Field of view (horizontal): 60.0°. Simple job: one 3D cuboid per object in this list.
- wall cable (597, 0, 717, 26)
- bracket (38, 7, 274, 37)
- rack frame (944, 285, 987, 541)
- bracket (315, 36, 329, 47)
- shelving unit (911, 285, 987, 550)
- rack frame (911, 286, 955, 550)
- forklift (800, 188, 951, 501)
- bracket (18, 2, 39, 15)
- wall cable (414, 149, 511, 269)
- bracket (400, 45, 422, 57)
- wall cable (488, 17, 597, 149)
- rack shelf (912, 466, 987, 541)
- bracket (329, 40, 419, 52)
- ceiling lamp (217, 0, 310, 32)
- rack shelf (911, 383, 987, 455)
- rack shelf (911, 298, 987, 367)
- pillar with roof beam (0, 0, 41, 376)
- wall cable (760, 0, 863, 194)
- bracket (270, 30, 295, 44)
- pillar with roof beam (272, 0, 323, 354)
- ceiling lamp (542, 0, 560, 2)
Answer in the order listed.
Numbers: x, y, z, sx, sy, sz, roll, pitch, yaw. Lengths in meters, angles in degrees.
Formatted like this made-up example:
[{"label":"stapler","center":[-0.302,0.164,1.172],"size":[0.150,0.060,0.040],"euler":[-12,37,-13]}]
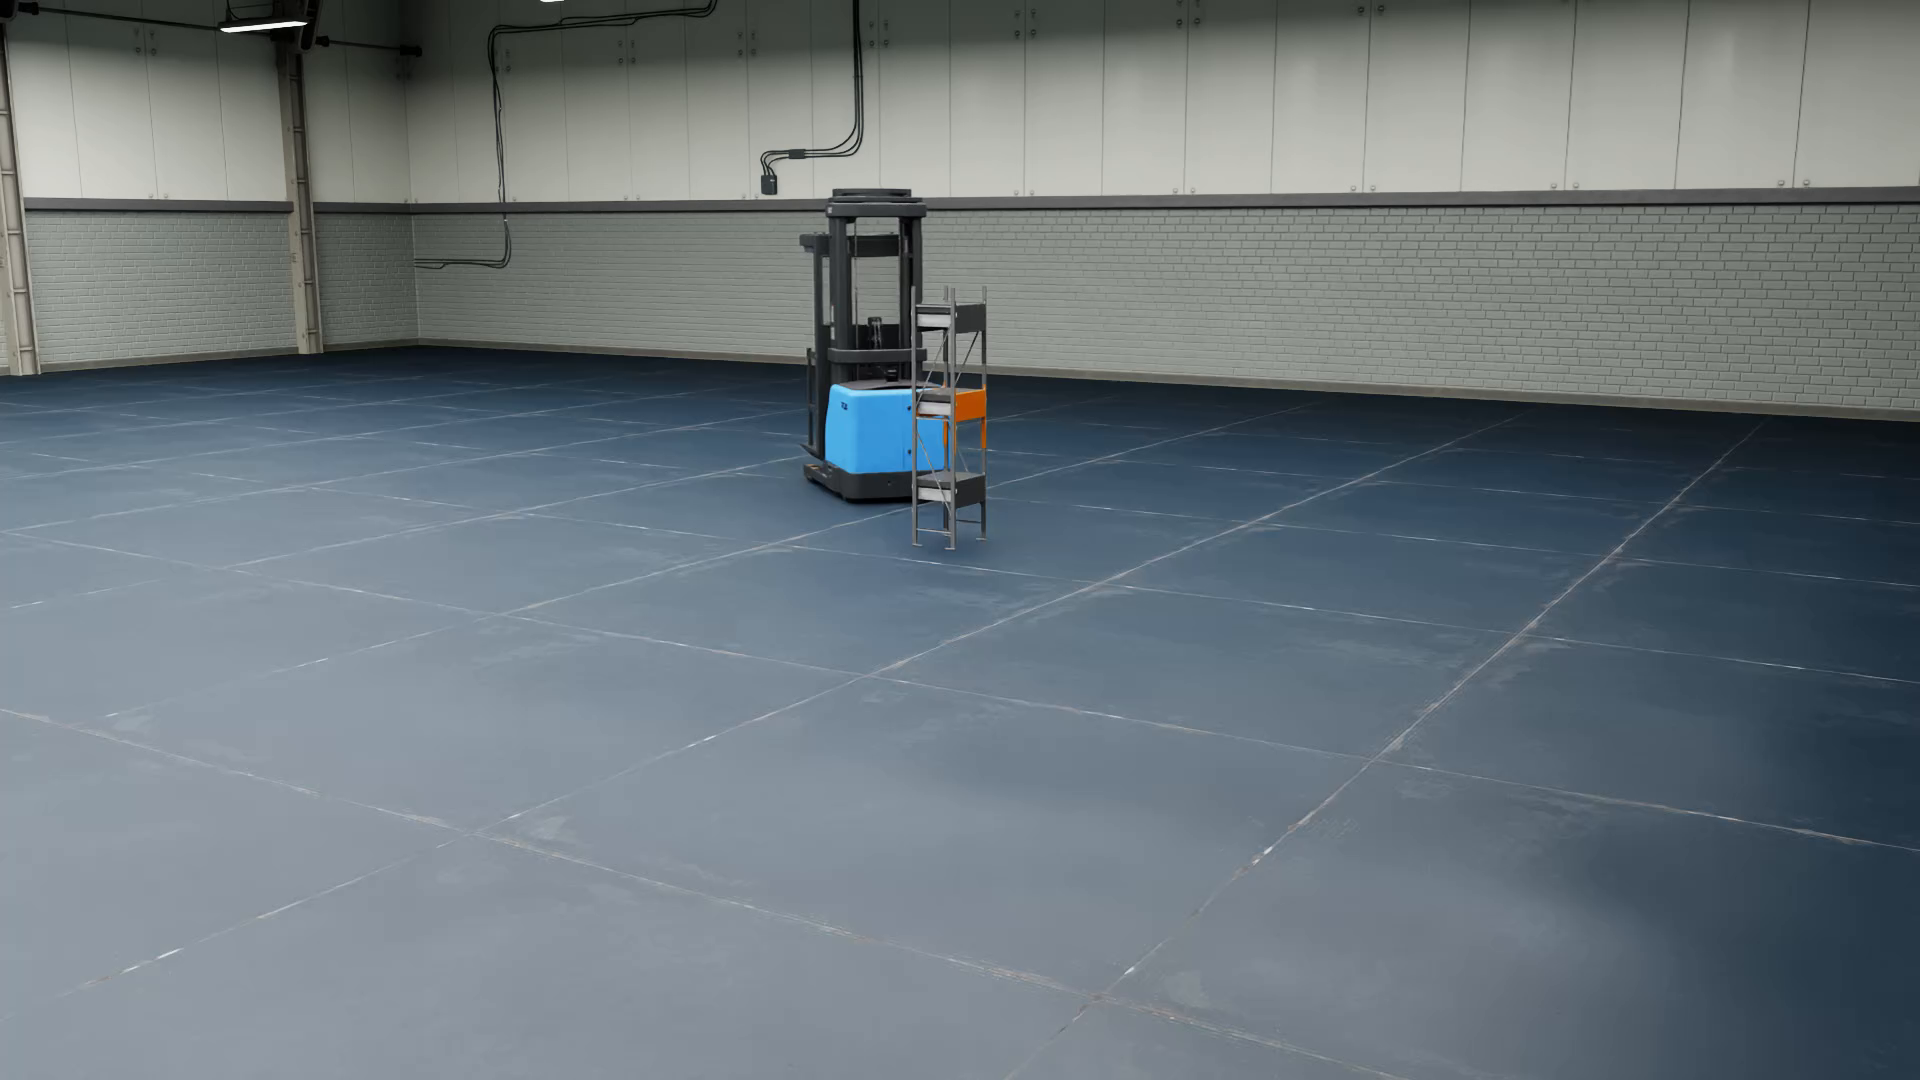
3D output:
[{"label":"wall cable","center":[-5.919,-11.292,32.084],"size":[3.097,2.526,0.112],"euler":[6,12,31]},{"label":"bracket","center":[-14.786,-9.582,30.816],"size":[0.076,0.066,4.783],"euler":[6,12,31]},{"label":"rack frame","center":[0.041,-1.044,13.741],"size":[0.400,2.100,0.015],"euler":[6,12,31]},{"label":"bracket","center":[-13.017,-10.118,33.677],"size":[0.235,0.232,0.430],"euler":[6,12,31]},{"label":"shelving unit","center":[-0.086,-1.006,13.536],"size":[0.431,2.100,0.503],"euler":[6,12,31]},{"label":"rack frame","center":[-0.213,-0.968,13.331],"size":[0.400,2.100,0.015],"euler":[6,12,31]},{"label":"forklift","center":[-0.982,-2.042,16.813],"size":[1.130,2.935,3.031],"euler":[-3,11,-17]},{"label":"bracket","center":[-16.132,-9.174,28.637],"size":[0.235,0.232,0.430],"euler":[6,12,31]},{"label":"wall cable","center":[-10.876,-7.128,35.927],"size":[3.097,2.526,0.112],"euler":[6,12,31]},{"label":"bracket","center":[-11.787,-10.491,35.668],"size":[0.235,0.232,0.430],"euler":[6,12,31]},{"label":"wall cable","center":[-8.564,-9.352,34.082],"size":[3.097,2.526,0.112],"euler":[6,12,31]},{"label":"rack shelf","center":[-0.086,-0.305,13.668],"size":[0.431,0.518,0.480],"euler":[6,12,31]},{"label":"bracket","center":[-12.093,-10.398,35.172],"size":[0.076,0.066,3.189],"euler":[6,12,31]},{"label":"ceiling lamp","center":[-11.483,-10.125,27.634],"size":[2.000,3.185,0.800],"euler":[6,12,31]},{"label":"rack shelf","center":[-0.086,-0.993,13.539],"size":[0.431,0.518,0.480],"euler":[6,12,31]},{"label":"rack shelf","center":[-0.086,-1.681,13.410],"size":[0.431,0.518,0.480],"euler":[6,12,31]},{"label":"pillar with roof beam","center":[-12.972,-6.962,26.604],"size":[9.100,9.000,0.548],"euler":[6,12,31]},{"label":"wall cable","center":[-2.771,-9.416,30.470],"size":[2.305,6.003,0.169],"euler":[6,12,31]},{"label":"bracket","center":[-13.448,-9.987,32.980],"size":[0.235,0.232,0.430],"euler":[6,12,31]},{"label":"pillar with roof beam","center":[-9.857,-7.906,31.644],"size":[9.100,9.000,0.548],"euler":[6,12,31]},{"label":"ceiling lamp","center":[-5.167,-9.419,23.863],"size":[2.000,3.185,0.800],"euler":[6,12,31]}]
